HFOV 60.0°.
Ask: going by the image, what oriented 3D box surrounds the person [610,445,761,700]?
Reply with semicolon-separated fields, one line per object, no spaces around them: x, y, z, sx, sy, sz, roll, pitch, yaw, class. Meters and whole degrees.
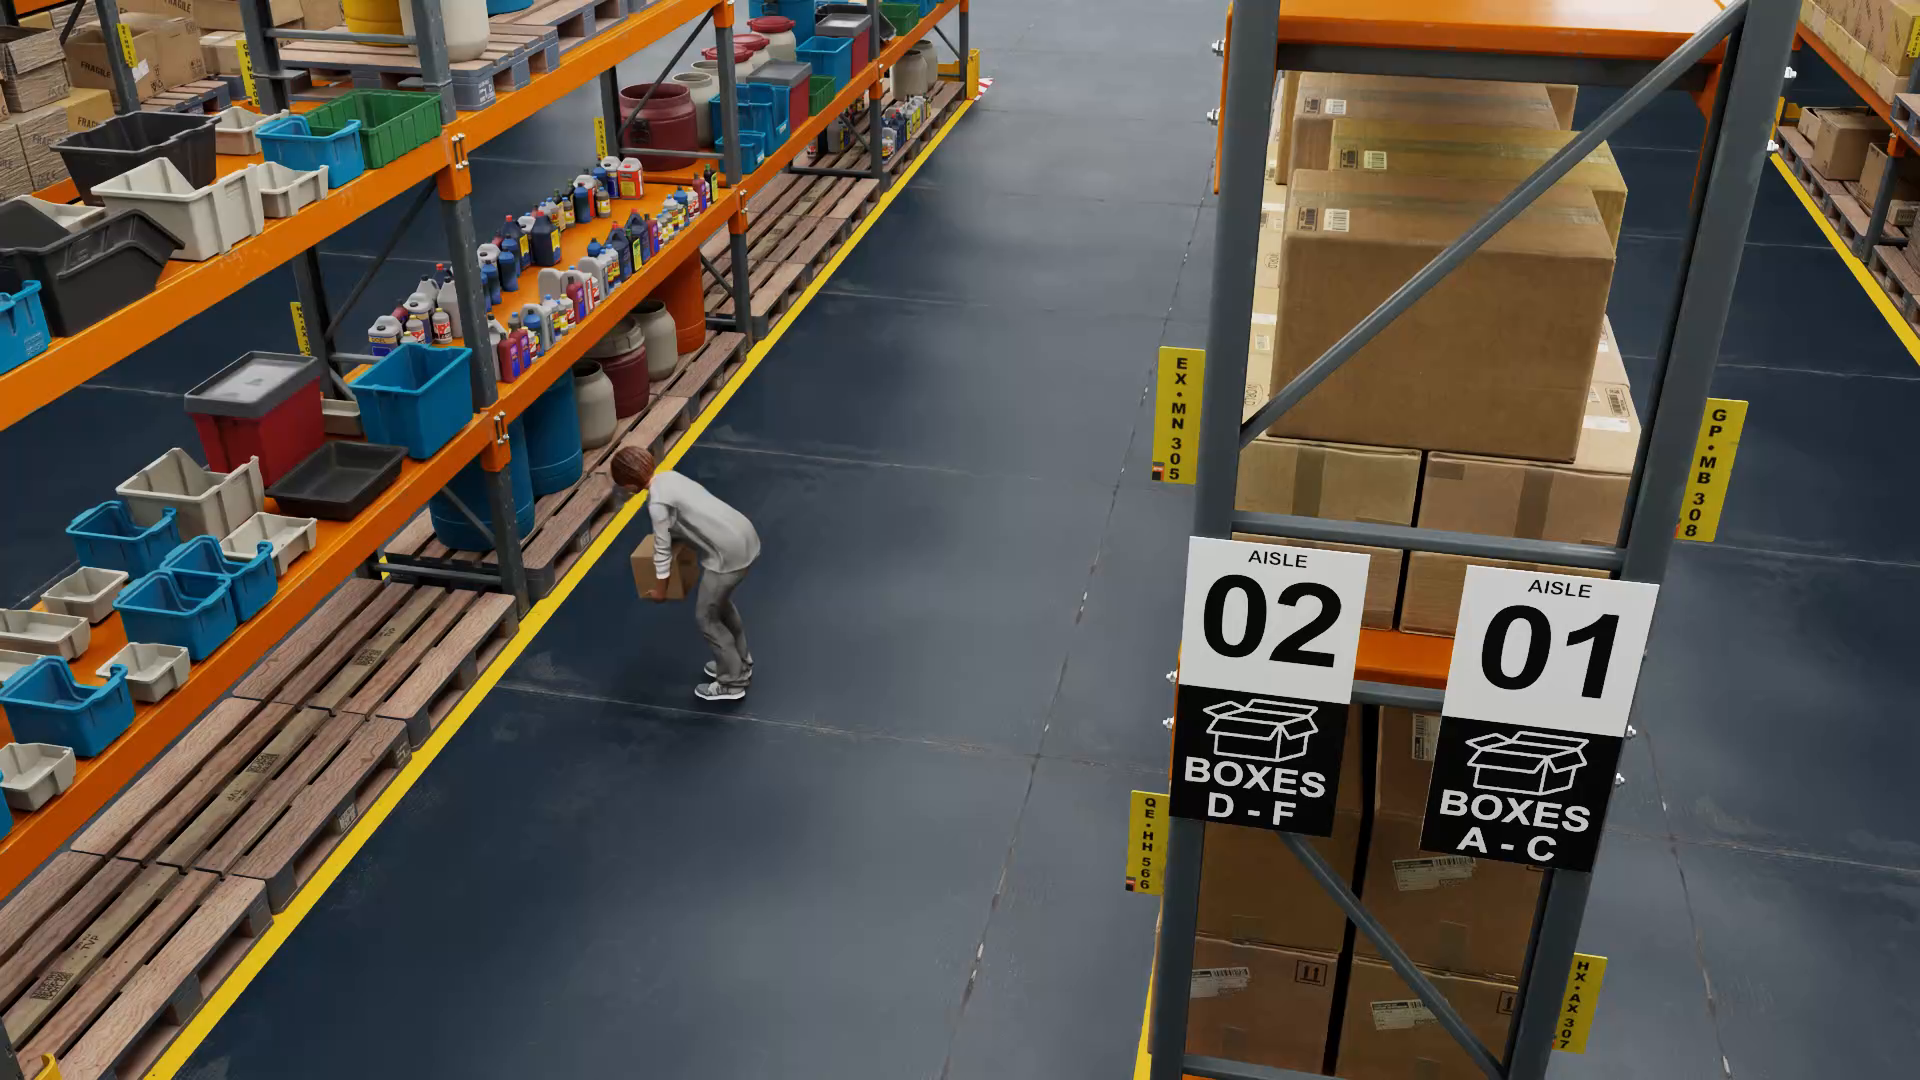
-1.386;0.170;8.565;0.737;1.356;0.374;5;30;10;person
